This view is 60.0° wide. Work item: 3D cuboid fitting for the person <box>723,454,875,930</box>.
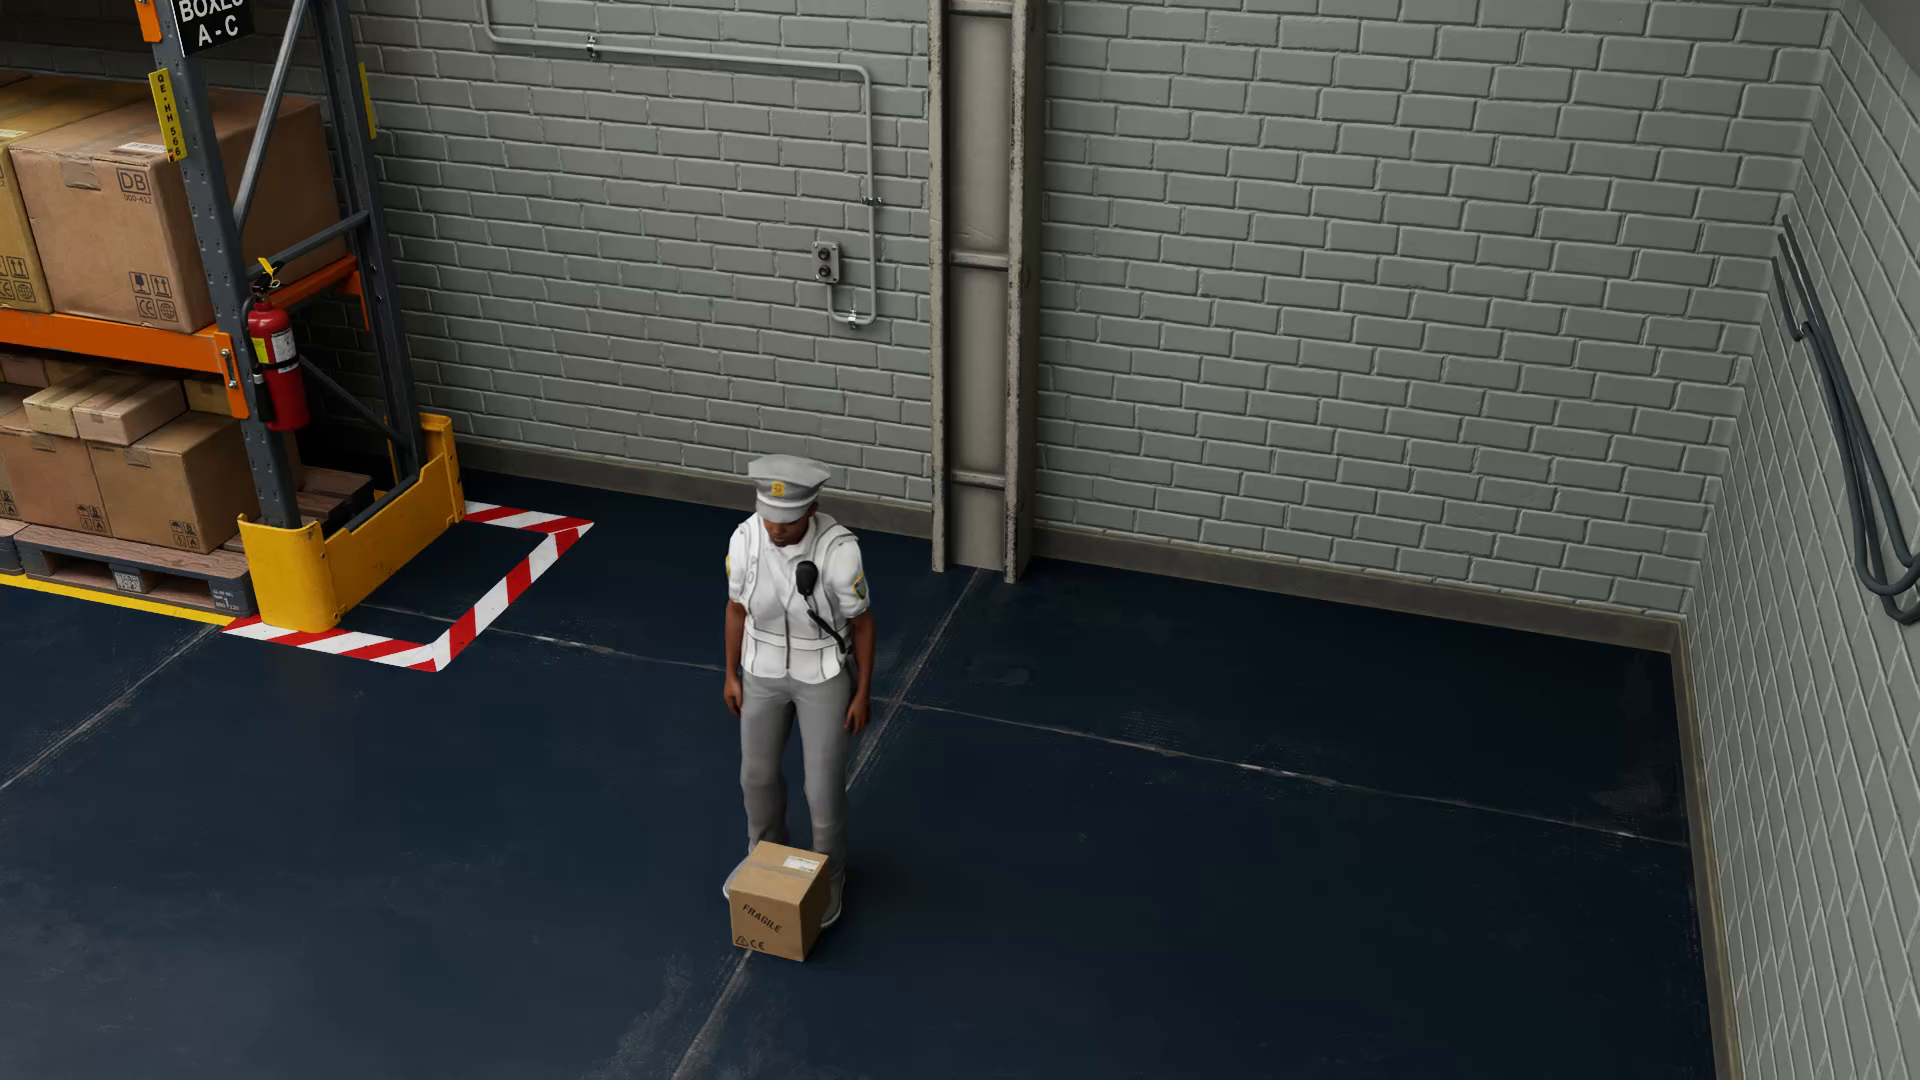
[{"bbox_3d":[-0.532,0.466,5.303,0.522,1.656,0.427,7,30,12],"label":"person"}]
